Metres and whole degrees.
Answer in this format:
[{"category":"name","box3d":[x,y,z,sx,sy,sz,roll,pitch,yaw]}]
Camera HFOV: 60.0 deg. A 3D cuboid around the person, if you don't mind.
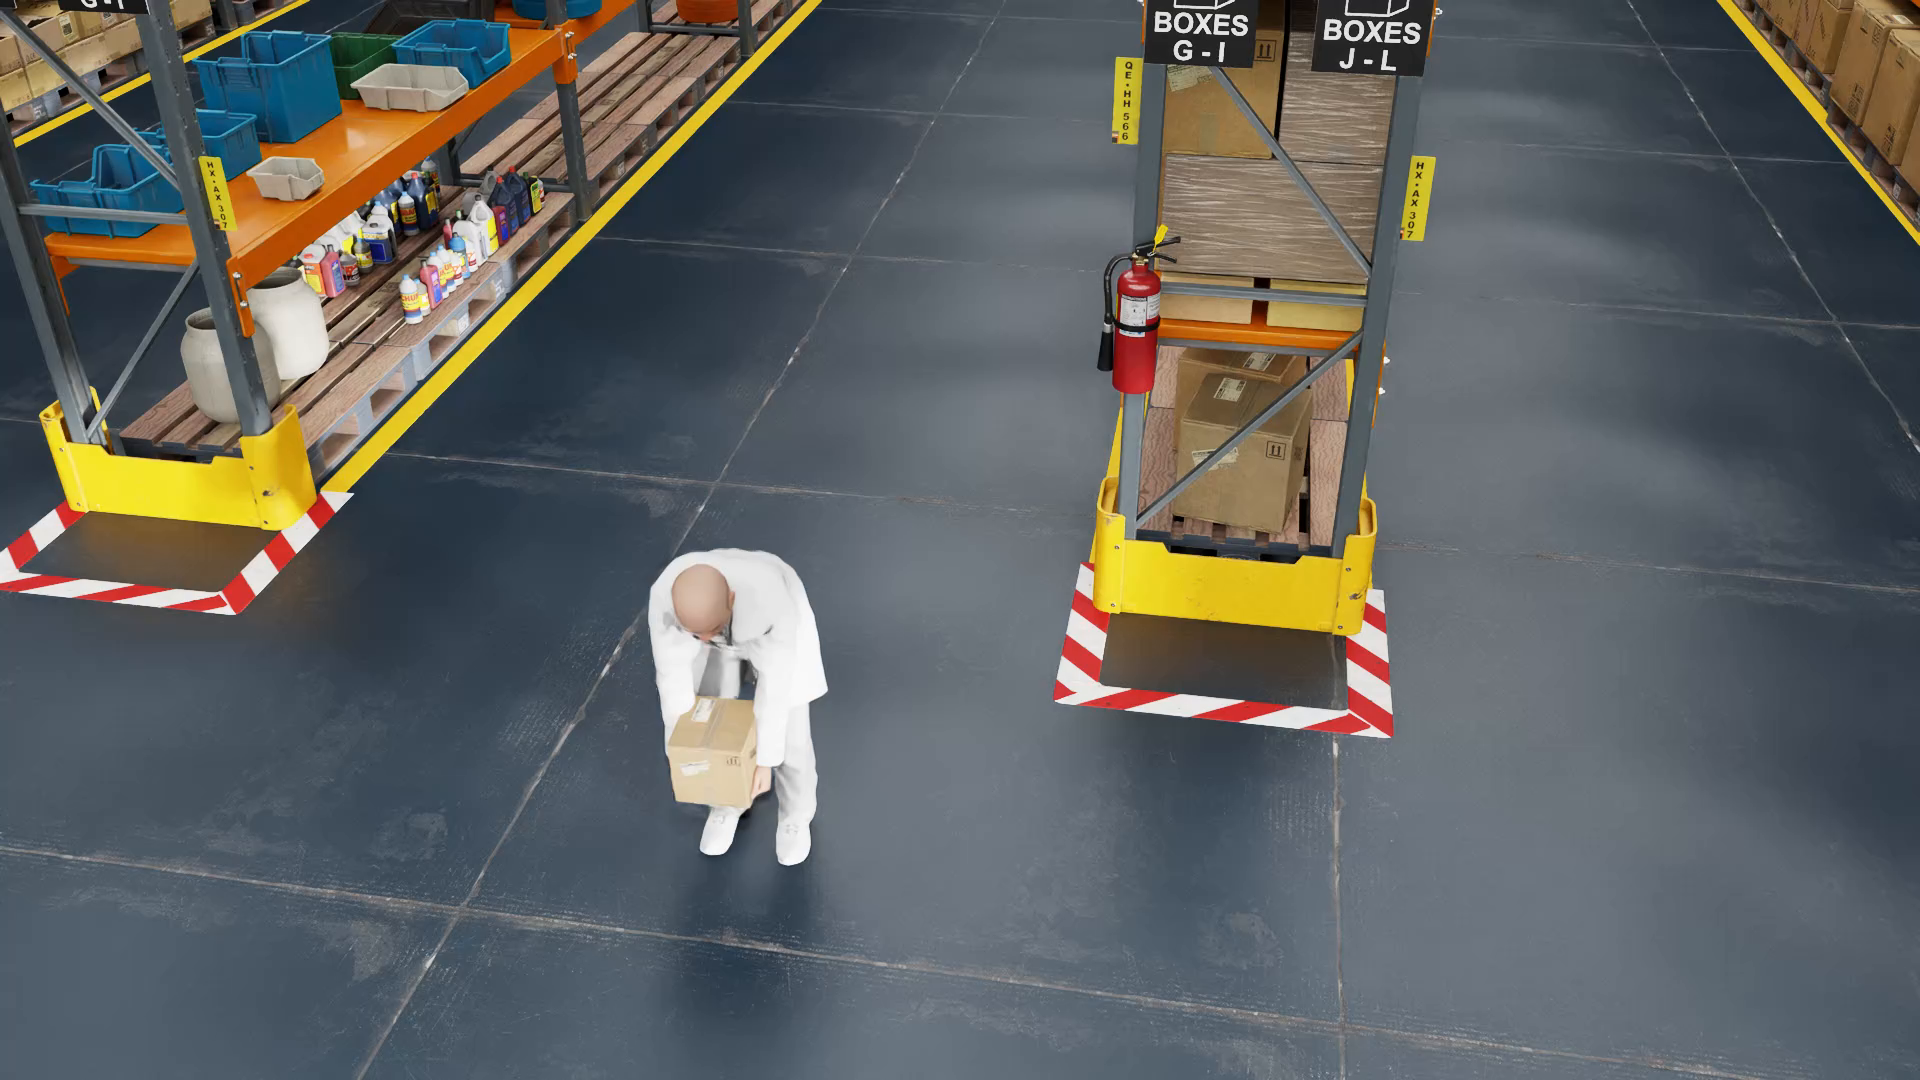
[{"category":"person","box3d":[-0.757,0.543,5.584,0.558,1.460,0.835,4,32,7]}]
